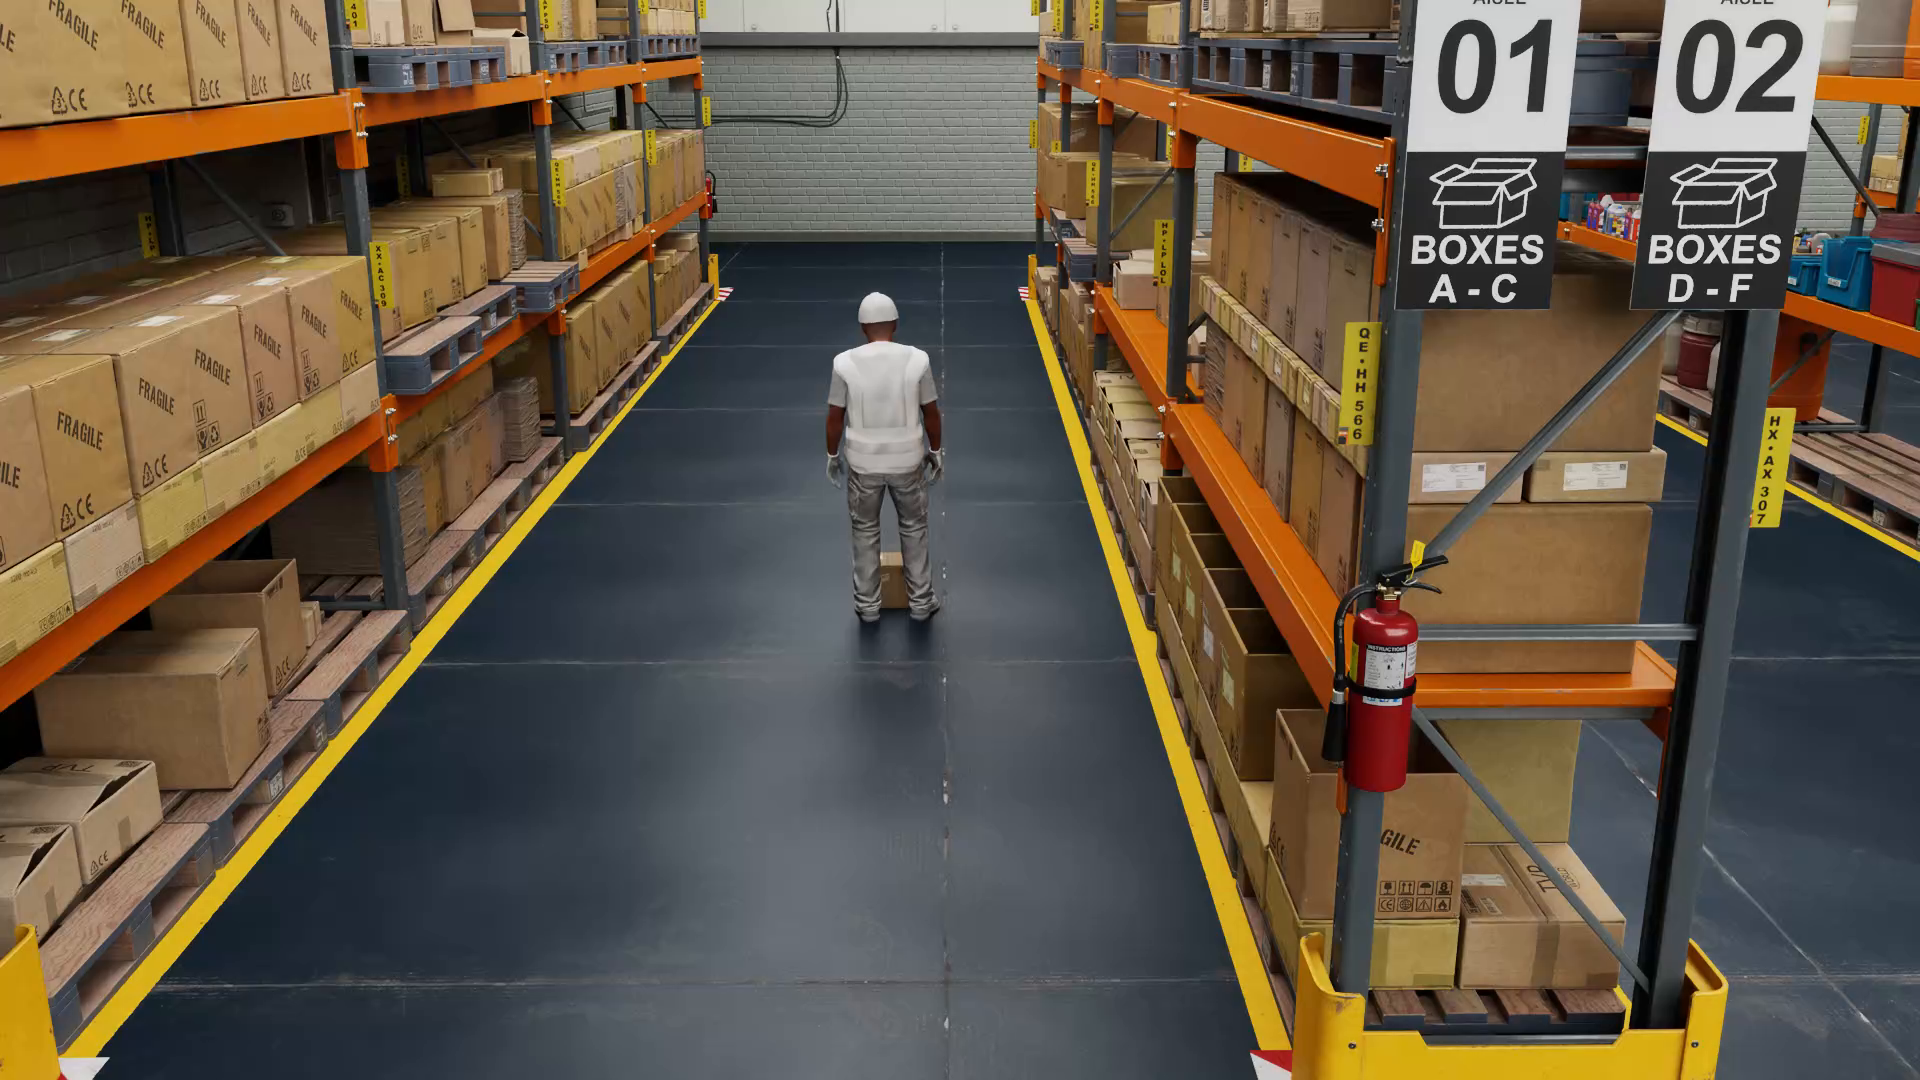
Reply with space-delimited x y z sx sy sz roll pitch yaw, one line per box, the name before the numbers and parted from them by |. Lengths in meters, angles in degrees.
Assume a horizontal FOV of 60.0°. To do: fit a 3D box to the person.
person | -0.407 -0.436 8.952 0.629 1.775 0.444 -1 17 -4
